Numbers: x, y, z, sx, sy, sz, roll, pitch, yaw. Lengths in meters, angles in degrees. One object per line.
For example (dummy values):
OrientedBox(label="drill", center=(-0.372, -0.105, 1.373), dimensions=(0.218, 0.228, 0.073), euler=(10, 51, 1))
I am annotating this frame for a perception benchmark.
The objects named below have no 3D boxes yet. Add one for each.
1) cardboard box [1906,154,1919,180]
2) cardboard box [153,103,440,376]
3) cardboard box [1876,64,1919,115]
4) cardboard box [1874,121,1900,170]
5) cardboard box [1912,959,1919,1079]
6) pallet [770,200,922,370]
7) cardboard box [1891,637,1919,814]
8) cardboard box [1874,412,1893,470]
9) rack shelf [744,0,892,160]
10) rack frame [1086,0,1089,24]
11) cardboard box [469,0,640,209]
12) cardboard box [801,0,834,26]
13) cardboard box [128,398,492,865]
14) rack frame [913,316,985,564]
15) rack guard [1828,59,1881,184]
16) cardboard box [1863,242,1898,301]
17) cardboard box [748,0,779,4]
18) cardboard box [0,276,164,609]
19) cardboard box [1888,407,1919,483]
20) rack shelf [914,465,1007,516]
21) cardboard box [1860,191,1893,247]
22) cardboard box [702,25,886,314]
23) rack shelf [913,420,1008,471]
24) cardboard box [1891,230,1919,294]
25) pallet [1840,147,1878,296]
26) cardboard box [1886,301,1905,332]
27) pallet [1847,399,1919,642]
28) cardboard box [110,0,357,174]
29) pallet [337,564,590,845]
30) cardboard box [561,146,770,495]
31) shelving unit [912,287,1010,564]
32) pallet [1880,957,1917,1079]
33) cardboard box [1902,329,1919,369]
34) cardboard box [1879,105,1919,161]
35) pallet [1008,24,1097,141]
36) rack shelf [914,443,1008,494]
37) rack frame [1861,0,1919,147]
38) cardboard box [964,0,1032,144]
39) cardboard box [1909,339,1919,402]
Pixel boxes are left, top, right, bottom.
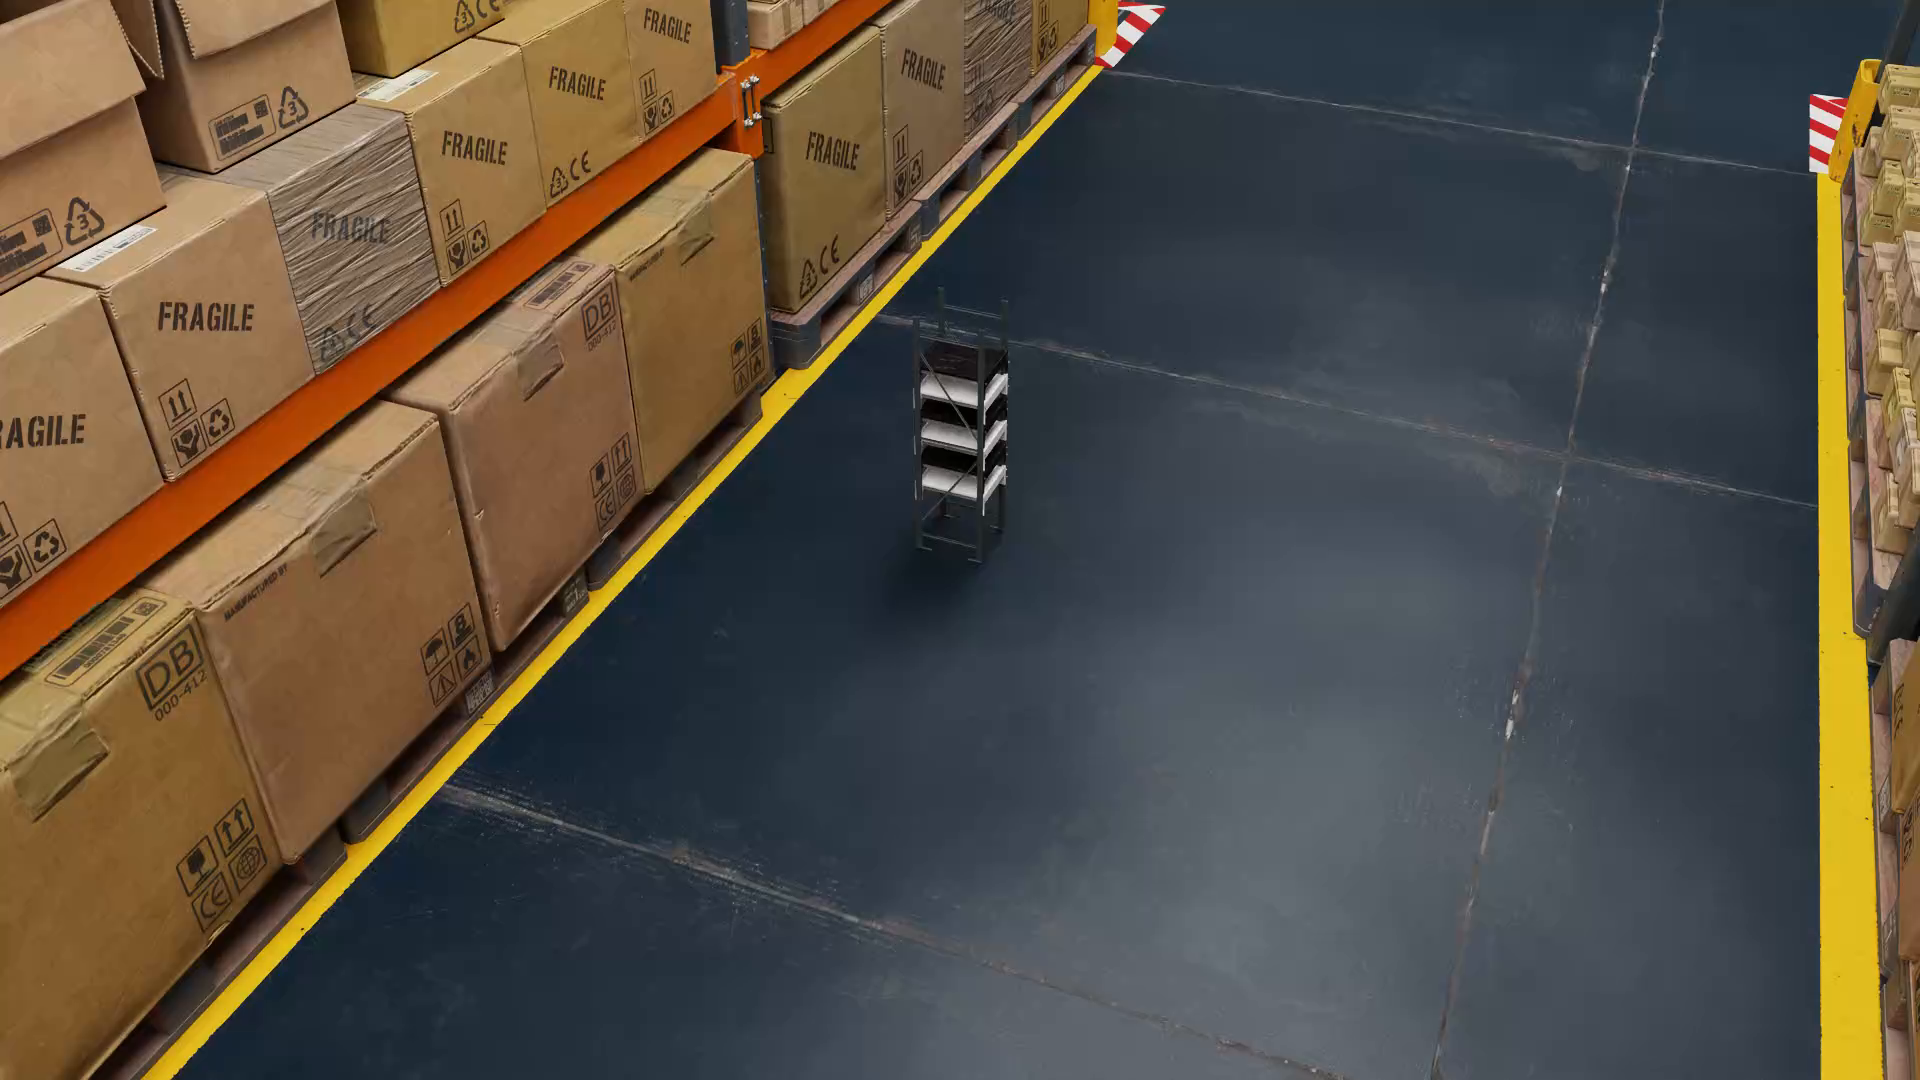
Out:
OrientedBox(label="cardboard box", center=(4.003, -1.399, 6.650), dimensions=(0.380, 0.149, 0.250), euler=(15, 39, 20))
OrientedBox(label="cardboard box", center=(-1.722, -0.795, 4.225), dimensions=(0.500, 0.500, 0.500), euler=(14, 39, 18))
OrientedBox(label="cardboard box", center=(4.343, -1.997, 7.450), dimensions=(0.380, 0.149, 0.250), euler=(12, 38, 16))
OrientedBox(label="cardboard box", center=(4.263, -1.720, 7.328), dimensions=(0.380, 0.149, 0.250), euler=(14, 39, 18))
OrientedBox(label="cardboard box", center=(2.421, 1.038, 3.593), dimensions=(0.500, 0.500, 0.500), euler=(15, 39, 19))
OrientedBox(label="pallet", center=(-0.852, -1.202, 7.182), dimensions=(1.003, 0.211, 1.213), euler=(14, 39, 18))
OrientedBox(label="cardboard box", center=(2.808, 0.452, 4.378), dimensions=(0.500, 0.500, 0.500), euler=(15, 39, 19))
OrientedBox(label="cardboard box", center=(3.386, -0.337, 5.726), dimensions=(0.380, 0.149, 0.250), euler=(13, 39, 16))
OrientedBox(label="rack shelf", center=(-0.453, -2.735, 7.505), dimensions=(1.077, 0.370, 4.000), euler=(14, 39, 18))
OrientedBox(label="rack frame", center=(0.308, -4.131, 8.771), dimensions=(1.000, 3.000, 0.127), euler=(14, 39, 18))
OrientedBox(label="cardboard box", center=(-1.334, -1.363, 4.984), dimensions=(0.500, 0.500, 0.500), euler=(15, 39, 19))
OrientedBox(label="cardboard box", center=(-0.694, -2.049, 6.195), dimensions=(0.380, 0.149, 0.250), euler=(13, 39, 16))
OrientedBox(label="cardboard box", center=(-2.108, 0.112, 4.518), dimensions=(1.225, 0.875, 0.875), euler=(14, 39, 18))
OrientedBox(label="rack frame", center=(-0.036, -0.309, 5.411), dimensions=(0.240, 0.900, 0.006), euler=(14, 39, 18))
OrientedBox(label="rack guard", center=(4.827, -1.902, 7.876), dimensions=(1.175, 0.500, 0.348), euler=(14, 39, 18))
OrientedBox(label="cardboard box", center=(3.866, -1.054, 6.685), dimensions=(0.380, 0.149, 0.250), euler=(12, 38, 16))
OrientedBox(label="cardboard box", center=(-0.793, -2.176, 6.032), dimensions=(0.500, 0.250, 0.500), euler=(13, 39, 17))
OrientedBox(label="cardboard box", center=(-2.105, -0.235, 3.475), dimensions=(0.500, 0.500, 0.500), euler=(13, 39, 17))
OrientedBox(label="cardboard box", center=(3.252, -0.275, 5.395), dimensions=(0.380, 0.149, 0.250), euler=(12, 38, 16))
OrientedBox(label="rack shelf", center=(0.003, -0.194, 5.614), dimensions=(0.258, 0.077, 0.200), euler=(14, 39, 18))
OrientedBox(label="cardboard box", center=(4.050, -1.335, 7.061), dimensions=(0.380, 0.149, 0.250), euler=(14, 39, 18))
OrientedBox(label="cardboard box", center=(-0.889, -1.580, 6.783), dimensions=(0.875, 0.875, 0.875), euler=(14, 39, 18))
OrientedBox(label="rack shelf", center=(0.003, -0.338, 5.507), dimensions=(0.258, 0.077, 0.200), euler=(14, 39, 18))
OrientedBox(label="cardboard box", center=(3.657, -0.990, 6.103), dimensions=(0.380, 0.149, 0.250), euler=(13, 39, 16))
OrientedBox(label="pallet", center=(4.486, -1.344, 7.372), dimensions=(1.003, 0.211, 1.213), euler=(14, 39, 18))
OrientedBox(label="cardboard box", center=(3.724, -0.753, 6.283), dimensions=(0.380, 0.149, 0.250), euler=(15, 39, 19))
OrientedBox(label="pallet", center=(3.557, 0.007, 5.565), dimensions=(1.003, 0.211, 1.213), euler=(14, 39, 18))
OrientedBox(label="cardboard box", center=(-1.943, -1.277, 4.032), dimensions=(0.797, 0.503, 0.637), euler=(15, 39, 19))
OrientedBox(label="pallet", center=(-1.901, 0.323, 5.141), dimensions=(1.003, 0.211, 1.213), euler=(14, 39, 18))
OrientedBox(label="cardboard box", center=(-1.439, -0.874, 5.838), dimensions=(1.225, 0.875, 0.875), euler=(14, 39, 18))
OrientedBox(label="shelving unit", center=(0.003, -0.365, 5.487), dimensions=(0.258, 0.900, 0.210), euler=(14, 39, 18))
OrientedBox(label="pallet", center=(2.577, 1.496, 3.572), dimensions=(1.003, 0.211, 1.213), euler=(14, 39, 18))
OrientedBox(label="cardboard box", center=(3.602, -0.690, 5.949), dimensions=(0.380, 0.149, 0.250), euler=(15, 39, 19))
OrientedBox(label="cardboard box", center=(4.135, -1.706, 7.061), dimensions=(0.380, 0.149, 0.250), euler=(14, 39, 18))
OrientedBox(label="pallet", center=(0.076, -2.553, 8.990), dimensions=(1.003, 0.211, 1.213), euler=(14, 39, 18))
OrientedBox(label="rack shelf", center=(0.003, -0.266, 5.560), dimensions=(0.258, 0.077, 0.200), euler=(14, 39, 18))
OrientedBox(label="rack frame", center=(4.856, -2.945, 7.184), dimensions=(1.000, 3.000, 0.127), euler=(14, 39, 18))
OrientedBox(label="cardboard box", center=(-0.208, -2.571, 8.109), dimensions=(0.875, 0.875, 0.875), euler=(14, 39, 18))
OrientedBox(label="cardboard box", center=(3.378, -0.541, 5.502), dimensions=(0.380, 0.149, 0.250), euler=(13, 39, 17))
